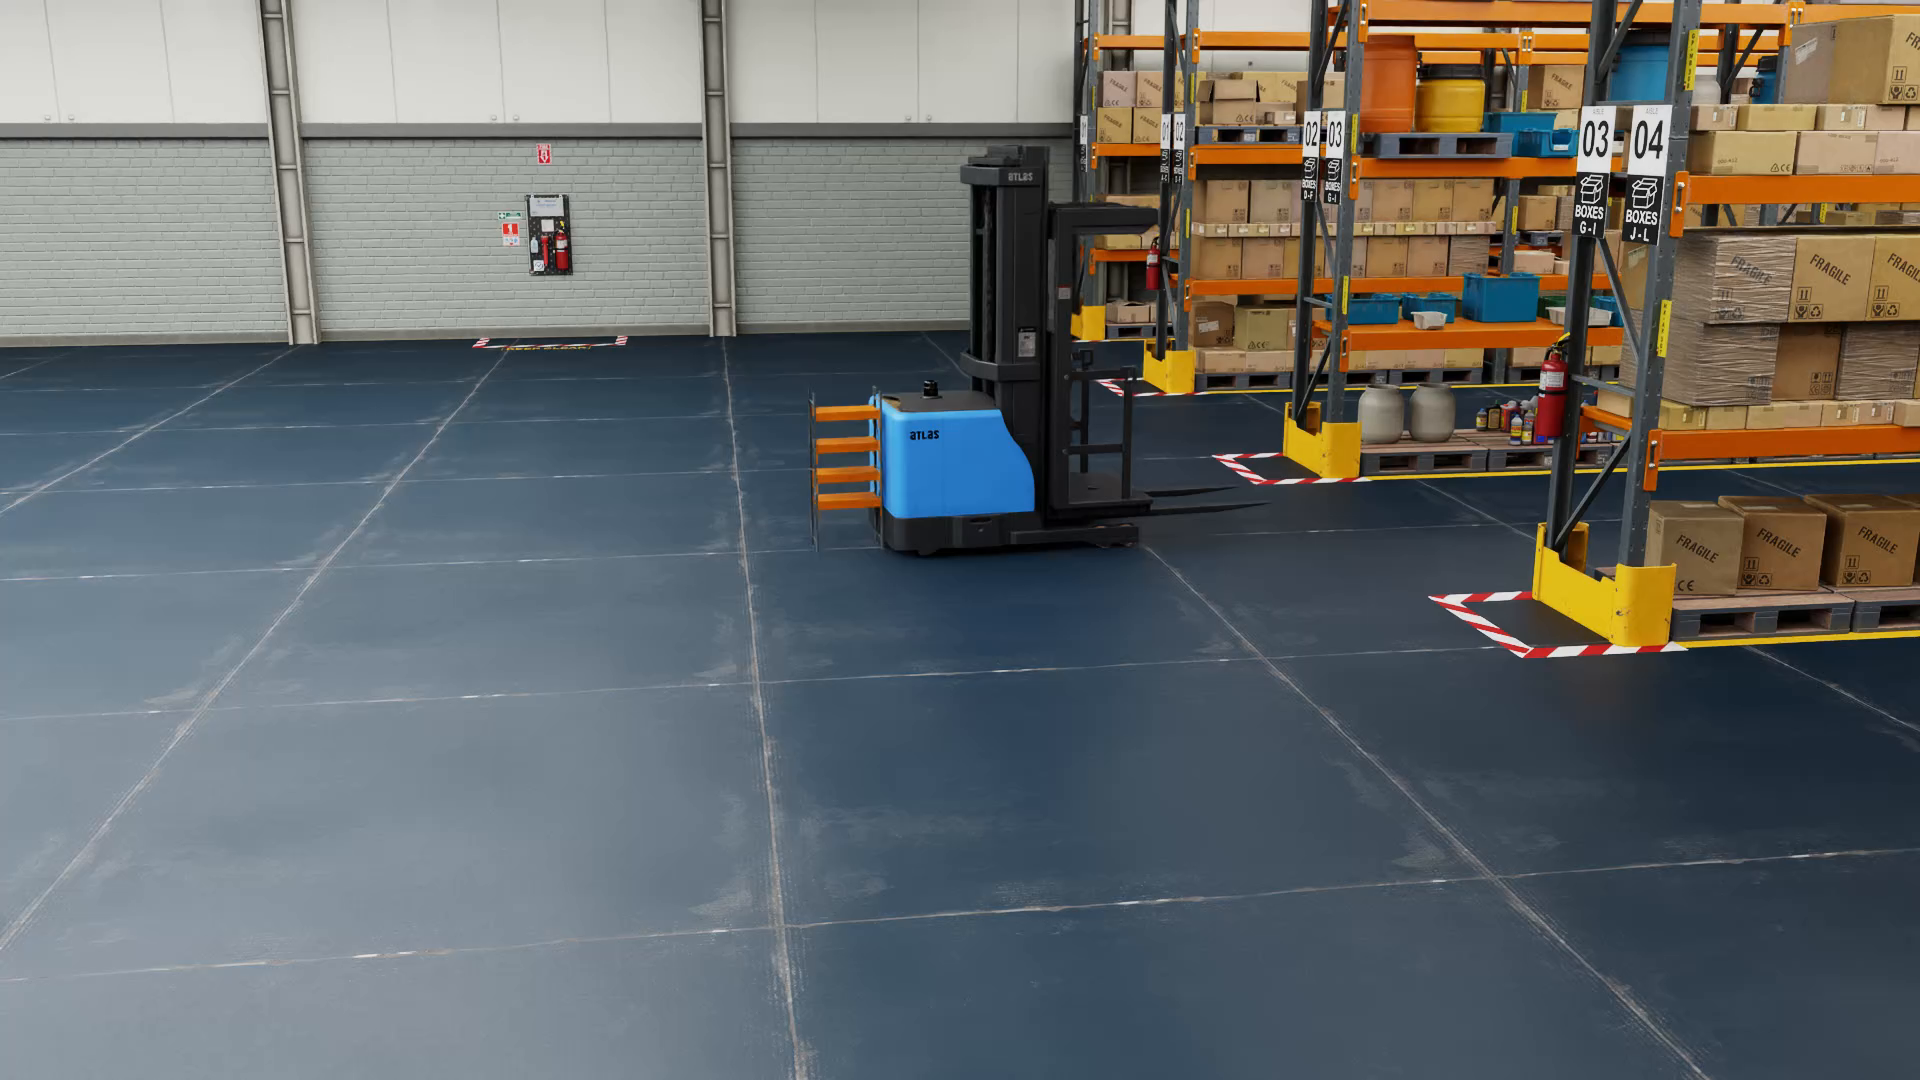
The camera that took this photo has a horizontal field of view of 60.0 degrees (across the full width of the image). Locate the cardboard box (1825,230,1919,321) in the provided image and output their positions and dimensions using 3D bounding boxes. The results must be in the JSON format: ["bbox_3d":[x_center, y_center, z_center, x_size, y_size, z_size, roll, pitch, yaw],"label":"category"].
[{"bbox_3d":[5.595,-1.611,10.108,0.500,0.500,0.500,-2,14,-8],"label":"cardboard box"}]

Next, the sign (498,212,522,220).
[{"bbox_3d":[-6.568,-4.732,24.259,0.331,0.109,0.001,-2,14,-8],"label":"sign"}]

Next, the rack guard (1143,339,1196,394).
[{"bbox_3d":[2.525,-2.114,20.124,0.348,0.500,1.175,-2,14,-8],"label":"rack guard"}]

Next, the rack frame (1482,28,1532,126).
[{"bbox_3d":[6.505,-6.382,19.671,0.127,3.000,1.000,-2,14,-8],"label":"rack frame"}]

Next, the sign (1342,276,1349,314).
[{"bbox_3d":[3.361,-2.137,14.510,0.005,0.325,0.100,-2,14,-8],"label":"sign"}]

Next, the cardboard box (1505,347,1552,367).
[{"bbox_3d":[6.940,-2.297,20.505,0.500,0.250,0.500,-2,14,-10],"label":"cardboard box"}]

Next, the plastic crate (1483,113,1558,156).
[{"bbox_3d":[5.124,-3.724,15.273,0.575,0.384,0.392,-2,14,-8],"label":"plastic crate"}]

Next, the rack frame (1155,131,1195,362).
[{"bbox_3d":[2.549,-3.327,19.823,0.127,3.000,1.000,-2,14,-8],"label":"rack frame"}]

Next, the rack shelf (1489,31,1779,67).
[{"bbox_3d":[8.482,-5.912,20.096,4.000,0.370,1.077,-2,14,-8],"label":"rack shelf"}]

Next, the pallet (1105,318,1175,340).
[{"bbox_3d":[2.691,-3.190,25.007,1.213,0.211,1.003,-2,14,-8],"label":"pallet"}]

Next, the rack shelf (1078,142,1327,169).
[{"bbox_3d":[3.785,-5.697,24.585,4.000,0.370,1.077,-2,14,-8],"label":"rack shelf"}]

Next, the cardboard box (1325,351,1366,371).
[{"bbox_3d":[4.596,-2.217,20.186,0.500,0.250,0.500,-2,14,-8],"label":"cardboard box"}]

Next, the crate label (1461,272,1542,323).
[{"bbox_3d":[5.063,-2.285,15.593,0.616,0.435,0.502,-2,14,-8],"label":"crate label"}]

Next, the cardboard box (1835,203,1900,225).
[{"bbox_3d":[14.212,-5.115,26.334,0.700,0.700,0.980,-2,14,-7],"label":"cardboard box"}]

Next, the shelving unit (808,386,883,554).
[{"bbox_3d":[-0.845,-0.519,12.325,0.503,1.200,0.258,-4,15,-14],"label":"shelving unit"}]

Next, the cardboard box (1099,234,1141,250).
[{"bbox_3d":[2.337,-4.397,24.355,0.500,0.250,0.500,-3,14,-10],"label":"cardboard box"}]

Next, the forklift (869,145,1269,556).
[{"bbox_3d":[0.863,-1.482,12.605,3.031,2.935,1.130,-4,15,-14],"label":"forklift"}]

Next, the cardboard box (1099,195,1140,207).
[{"bbox_3d":[2.324,-4.764,24.279,0.500,0.500,0.500,-2,14,-8],"label":"cardboard box"}]

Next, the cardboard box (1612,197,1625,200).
[{"bbox_3d":[10.234,-5.330,25.410,0.500,0.250,0.500,-2,14,-7],"label":"cardboard box"}]

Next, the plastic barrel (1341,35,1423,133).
[{"bbox_3d":[3.745,-4.051,14.795,0.708,0.830,0.600,-2,14,-8],"label":"plastic barrel"}]

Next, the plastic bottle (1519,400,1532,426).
[{"bbox_3d":[5.425,-1.208,16.065,0.135,0.276,0.152,-2,14,-10],"label":"plastic bottle"}]

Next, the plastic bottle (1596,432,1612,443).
[{"bbox_3d":[5.975,-1.057,15.464,0.135,0.276,0.152,-2,14,-7],"label":"plastic bottle"}]

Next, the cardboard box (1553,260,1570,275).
[{"bbox_3d":[7.411,-3.333,20.363,0.250,0.149,0.380,-2,14,-8],"label":"cardboard box"}]

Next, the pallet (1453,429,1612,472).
[{"bbox_3d":[5.360,-0.869,15.752,1.213,0.211,1.003,-2,14,-8],"label":"pallet"}]

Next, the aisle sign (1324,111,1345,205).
[{"bbox_3d":[3.256,-3.324,14.464,0.004,0.787,0.394,-2,14,-8],"label":"aisle sign"}]

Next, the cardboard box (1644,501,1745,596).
[{"bbox_3d":[4.641,0.046,10.648,0.500,0.500,0.500,1,14,2],"label":"cardboard box"}]

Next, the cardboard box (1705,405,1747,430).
[{"bbox_3d":[4.589,-0.780,10.182,0.250,0.149,0.380,-2,14,-8],"label":"cardboard box"}]

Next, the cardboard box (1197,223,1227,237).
[{"bbox_3d":[2.969,-3.653,19.582,0.250,0.149,0.380,-2,14,-9],"label":"cardboard box"}]

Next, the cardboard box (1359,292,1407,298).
[{"bbox_3d":[6.488,-3.695,25.525,0.500,0.500,0.700,-2,14,-6],"label":"cardboard box"}]

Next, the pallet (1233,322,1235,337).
[{"bbox_3d":[3.895,-3.233,25.180,1.213,0.211,1.003,-2,14,-8],"label":"pallet"}]

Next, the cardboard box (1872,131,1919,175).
[{"bbox_3d":[5.536,-2.319,9.944,0.500,0.250,0.500,-2,14,-9],"label":"cardboard box"}]

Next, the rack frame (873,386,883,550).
[{"bbox_3d":[-0.609,-0.534,12.383,0.015,1.200,0.240,-4,15,-14],"label":"rack frame"}]

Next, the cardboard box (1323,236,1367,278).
[{"bbox_3d":[4.543,-3.446,20.092,0.500,0.500,0.700,-2,14,-7],"label":"cardboard box"}]

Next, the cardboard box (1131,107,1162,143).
[{"bbox_3d":[2.712,-5.995,24.046,0.500,0.500,0.500,-1,14,-5],"label":"cardboard box"}]

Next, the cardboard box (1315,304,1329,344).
[{"bbox_3d":[4.596,-2.581,20.093,0.500,0.500,0.500,-2,14,-8],"label":"cardboard box"}]

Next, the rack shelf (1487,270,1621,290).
[{"bbox_3d":[8.482,-3.196,20.777,4.000,0.370,1.077,-2,14,-8],"label":"rack shelf"}]

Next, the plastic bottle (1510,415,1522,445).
[{"bbox_3d":[5.123,-1.016,15.313,0.097,0.271,0.097,0,14,0],"label":"plastic bottle"}]

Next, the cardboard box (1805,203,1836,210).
[{"bbox_3d":[13.255,-5.079,25.948,0.500,0.500,0.500,-2,14,-9],"label":"cardboard box"}]

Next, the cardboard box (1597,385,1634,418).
[{"bbox_3d":[4.272,-0.882,10.591,0.250,0.149,0.380,-2,14,-8],"label":"cardboard box"}]

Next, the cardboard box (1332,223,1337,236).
[{"bbox_3d":[4.489,-3.708,19.803,0.250,0.149,0.380,-2,14,-8],"label":"cardboard box"}]

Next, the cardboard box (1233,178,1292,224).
[{"bbox_3d":[3.584,-4.041,19.797,0.500,0.500,0.700,-2,14,-10],"label":"cardboard box"}]

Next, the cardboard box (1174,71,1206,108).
[{"bbox_3d":[3.233,-6.500,24.004,0.500,0.500,0.500,-2,14,-7],"label":"cardboard box"}]

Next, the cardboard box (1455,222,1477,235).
[{"bbox_3d":[6.023,-3.766,20.031,0.250,0.149,0.380,-2,14,-9],"label":"cardboard box"}]

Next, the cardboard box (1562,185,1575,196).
[{"bbox_3d":[9.382,-5.365,25.506,0.250,0.149,0.380,-4,15,-16],"label":"cardboard box"}]

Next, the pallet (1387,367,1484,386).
[{"bbox_3d":[5.712,-2.101,20.665,1.213,0.211,1.003,-2,14,-8],"label":"pallet"}]

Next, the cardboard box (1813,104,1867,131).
[{"bbox_3d":[5.110,-2.492,9.814,0.250,0.149,0.380,-2,14,-6],"label":"cardboard box"}]

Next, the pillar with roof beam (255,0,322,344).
[{"bbox_3d":[-8.854,-6.192,18.912,0.400,9.000,9.100,-2,14,-8],"label":"pillar with roof beam"}]

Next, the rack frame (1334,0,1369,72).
[{"bbox_3d":[5.763,-7.574,24.422,0.127,3.000,1.000,-2,14,-8],"label":"rack frame"}]

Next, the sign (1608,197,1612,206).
[{"bbox_3d":[9.808,-5.202,25.079,0.005,0.325,0.100,-2,14,-8],"label":"sign"}]
